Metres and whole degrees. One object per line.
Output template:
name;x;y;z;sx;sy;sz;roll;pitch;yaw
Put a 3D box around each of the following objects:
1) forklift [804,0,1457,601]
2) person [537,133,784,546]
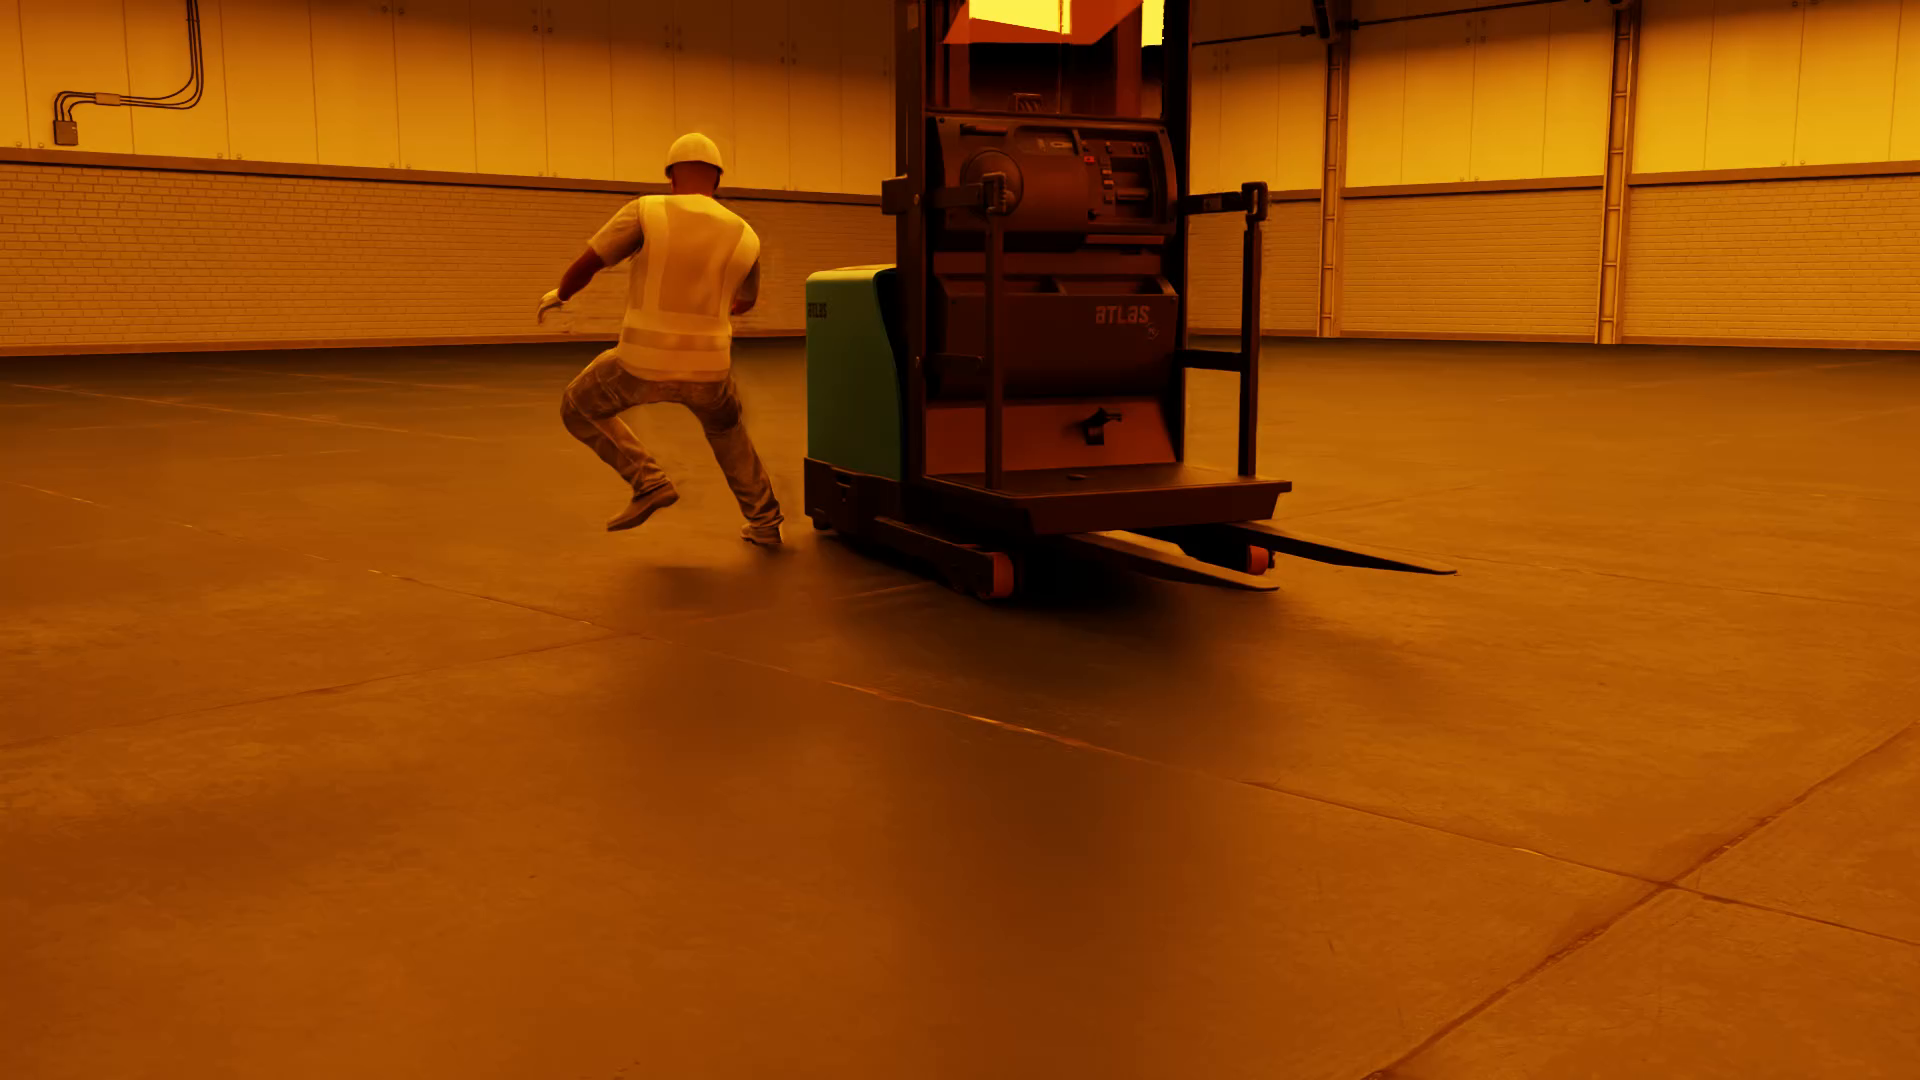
forklift;0.440;-1.324;5.667;1.130;2.935;3.031;-4;9;-25
person;-1.133;-0.746;6.378;0.921;1.576;0.796;-5;10;-28
